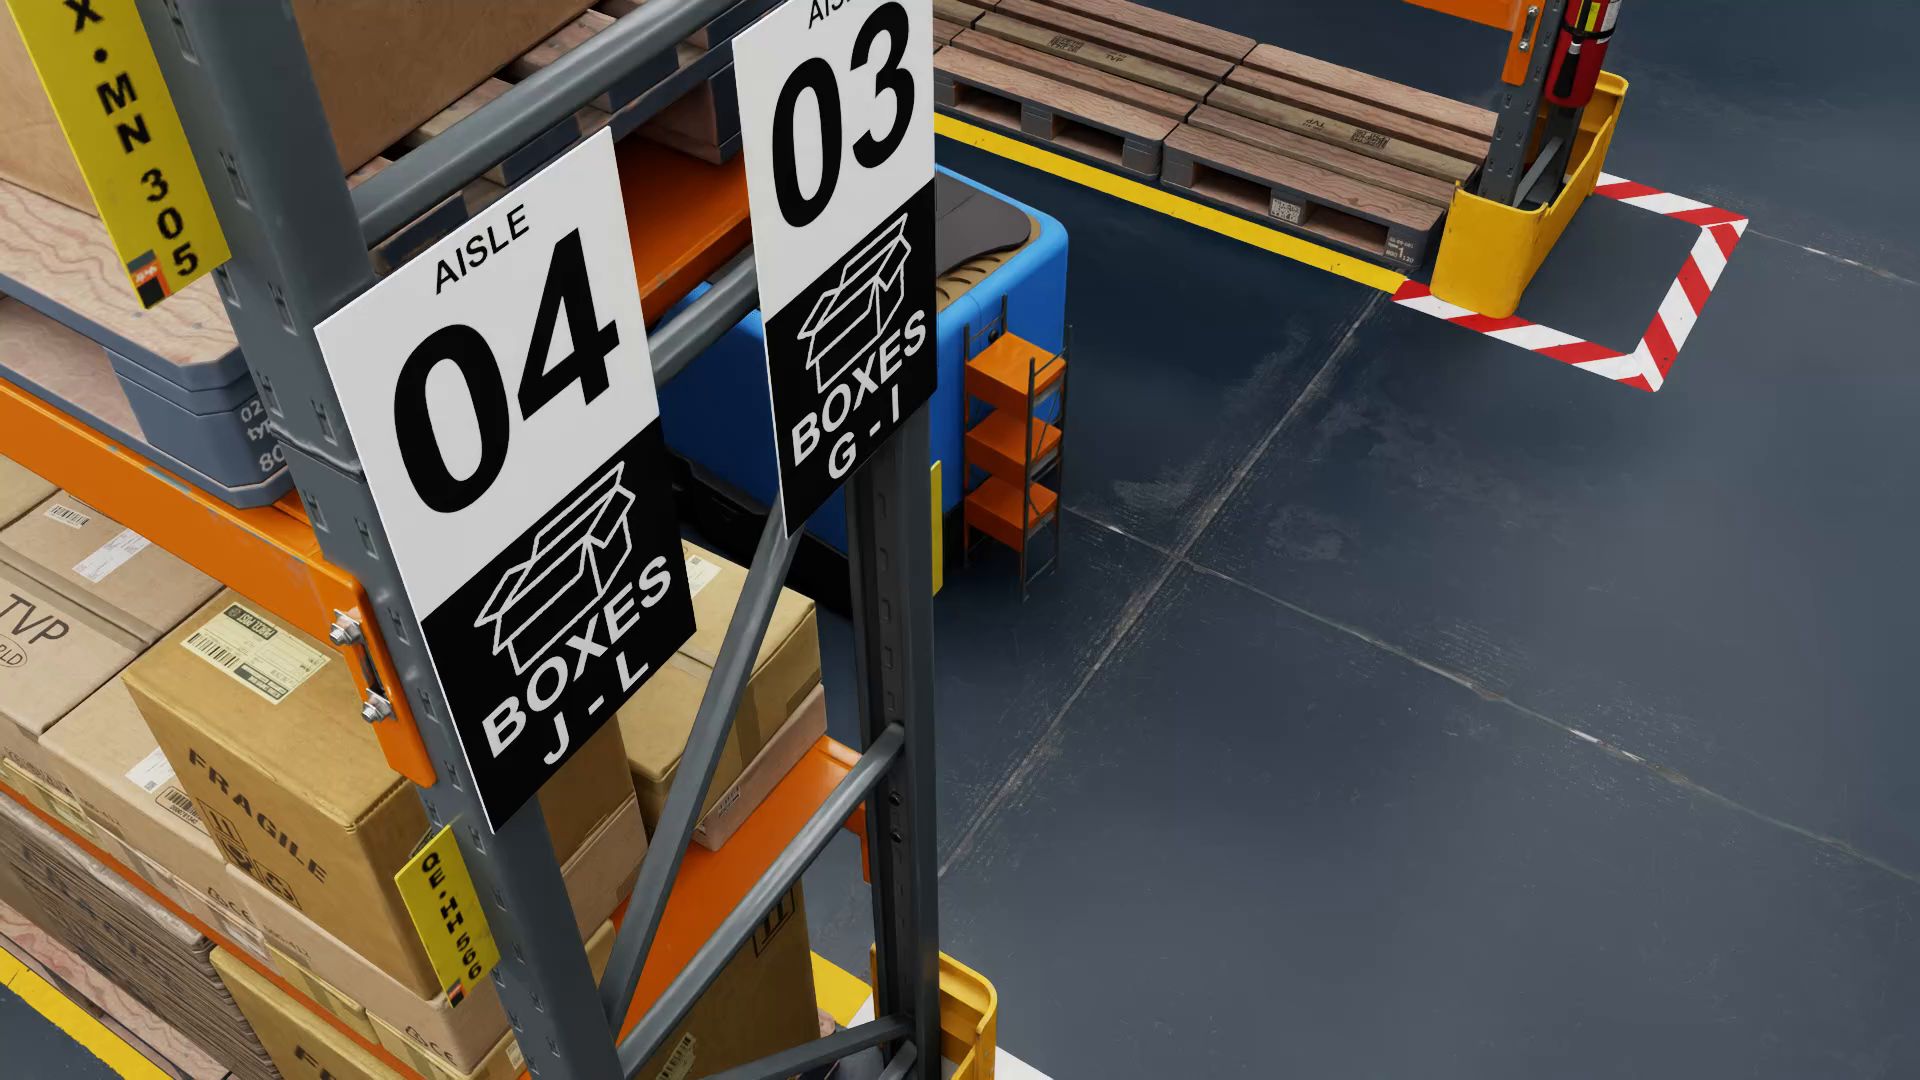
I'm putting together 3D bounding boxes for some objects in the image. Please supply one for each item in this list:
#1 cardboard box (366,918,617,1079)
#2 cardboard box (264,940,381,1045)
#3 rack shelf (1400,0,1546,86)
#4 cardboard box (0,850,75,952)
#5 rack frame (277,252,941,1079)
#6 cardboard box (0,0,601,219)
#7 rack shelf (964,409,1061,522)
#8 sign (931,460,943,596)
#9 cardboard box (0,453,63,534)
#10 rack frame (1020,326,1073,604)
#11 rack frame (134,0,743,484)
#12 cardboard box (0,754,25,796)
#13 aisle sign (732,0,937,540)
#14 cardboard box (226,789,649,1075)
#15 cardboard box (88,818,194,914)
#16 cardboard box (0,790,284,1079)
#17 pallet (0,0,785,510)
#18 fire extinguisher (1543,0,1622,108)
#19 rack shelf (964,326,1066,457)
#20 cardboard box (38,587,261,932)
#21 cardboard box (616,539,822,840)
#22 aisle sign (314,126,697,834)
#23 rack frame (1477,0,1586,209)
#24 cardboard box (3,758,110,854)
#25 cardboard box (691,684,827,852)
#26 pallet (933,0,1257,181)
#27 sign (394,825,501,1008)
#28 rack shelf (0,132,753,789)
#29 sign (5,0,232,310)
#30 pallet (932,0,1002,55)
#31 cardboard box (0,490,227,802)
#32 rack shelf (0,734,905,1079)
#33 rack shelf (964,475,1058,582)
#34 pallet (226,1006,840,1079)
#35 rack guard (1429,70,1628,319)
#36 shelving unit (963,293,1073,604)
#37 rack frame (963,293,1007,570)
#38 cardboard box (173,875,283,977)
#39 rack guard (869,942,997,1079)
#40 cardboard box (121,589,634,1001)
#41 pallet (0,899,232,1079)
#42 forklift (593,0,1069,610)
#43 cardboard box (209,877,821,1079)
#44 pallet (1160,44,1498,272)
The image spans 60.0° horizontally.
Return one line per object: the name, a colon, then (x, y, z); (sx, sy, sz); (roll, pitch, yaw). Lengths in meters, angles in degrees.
cardboard box: (-0.844, 0.813, 3.043); (0.250, 0.149, 0.380); (26, 51, 23)
cardboard box: (-1.063, 0.714, 3.140); (0.250, 0.149, 0.380); (25, 51, 22)
rack shelf: (0.624, -2.849, 6.928); (4.000, 0.370, 1.077); (25, 51, 22)
cardboard box: (-2.463, 0.362, 4.495); (0.875, 0.875, 0.875); (25, 51, 22)
rack frame: (-0.366, 0.665, 3.013); (0.127, 3.000, 1.000); (25, 51, 22)
cardboard box: (-0.833, -0.766, 1.879); (0.500, 0.500, 0.700); (22, 50, 20)
rack shelf: (0.172, -0.257, 5.283); (0.240, 0.259, 0.215); (30, 53, 26)
sign: (-0.062, 0.003, 2.997); (0.005, 0.325, 0.100); (25, 51, 22)
cardboard box: (-2.213, -0.007, 3.562); (0.500, 0.250, 0.500); (25, 51, 22)
rack frame: (0.267, -0.210, 5.222); (0.008, 1.050, 0.200); (30, 53, 26)
rack frame: (-0.366, -1.426, 0.861); (0.127, 3.000, 1.000); (25, 51, 22)
cardboard box: (-1.923, 0.319, 3.524); (0.250, 0.149, 0.380); (25, 51, 22)
aisle sign: (-0.144, -0.395, 2.229); (0.004, 0.787, 0.394); (25, 51, 22)
cardboard box: (-0.917, 0.586, 2.986); (0.500, 0.250, 0.500); (24, 50, 22)
cardboard box: (-1.485, 0.518, 3.330); (0.250, 0.149, 0.380); (26, 51, 23)
cardboard box: (-1.714, 0.707, 4.160); (0.875, 0.875, 0.875); (25, 51, 22)
pallet: (-0.996, -0.631, 2.242); (1.213, 0.211, 1.003); (25, 51, 22)
fire extinguisher: (2.189, -1.836, 5.756); (0.183, 0.674, 0.296); (25, 51, 22)
rack shelf: (0.172, -0.455, 5.079); (0.240, 0.259, 0.215); (30, 53, 26)
cardboard box: (-1.344, 0.389, 3.178); (0.500, 0.250, 0.500); (24, 50, 21)
cardboard box: (-0.624, 0.264, 3.299); (0.500, 0.250, 0.500); (23, 50, 21)
aisle sign: (-0.468, -0.032, 1.877); (0.004, 0.787, 0.394); (25, 51, 22)
rack frame: (2.308, -2.325, 5.918); (0.127, 3.000, 1.000); (25, 51, 22)
cardboard box: (-1.704, 0.419, 3.427); (0.250, 0.149, 0.380); (24, 50, 21)
cardboard box: (-0.487, 0.416, 3.430); (0.250, 0.149, 0.380); (25, 51, 23)
pallet: (0.612, -2.169, 7.711); (1.213, 0.211, 1.003); (25, 51, 22)
sign: (-0.671, 0.501, 2.199); (0.005, 0.325, 0.100); (25, 51, 22)
rack shelf: (-2.050, -0.904, 2.947); (4.000, 0.370, 1.077); (25, 51, 22)
sign: (-0.671, -0.339, 1.335); (0.005, 0.325, 0.100); (25, 51, 22)
pallet: (-0.419, -2.641, 8.169); (1.213, 0.211, 1.003); (25, 51, 22)
cardboard box: (-1.773, 0.192, 3.369); (0.500, 0.250, 0.500); (23, 50, 21)
rack shelf: (-2.050, 0.141, 4.023); (4.000, 0.370, 1.077); (25, 51, 22)
rack shelf: (0.172, -0.064, 5.482); (0.240, 0.259, 0.215); (30, 53, 26)
pallet: (-1.081, 1.374, 4.268); (1.213, 0.211, 1.003); (25, 51, 22)
rack guard: (2.335, -1.453, 6.813); (0.348, 0.500, 1.175); (25, 51, 22)
shelving unit: (0.172, -0.265, 5.275); (0.252, 1.050, 0.215); (30, 53, 26)
rack frame: (0.077, -0.320, 5.329); (0.008, 1.050, 0.200); (30, 53, 26)
cardboard box: (-1.275, 0.615, 3.236); (0.250, 0.149, 0.380); (25, 51, 22)
rack guard: (-0.346, 1.545, 3.900); (0.348, 0.500, 1.175); (25, 51, 22)
cardboard box: (-0.918, 0.322, 2.720); (0.500, 0.500, 0.500); (25, 51, 23)
pallet: (-2.104, 0.901, 4.727); (1.213, 0.211, 1.003); (25, 51, 22)
forklift: (-1.104, -1.664, 5.324); (3.031, 2.935, 1.130); (30, 53, 26)
cardboard box: (-0.948, 1.059, 3.818); (0.875, 0.875, 0.875); (25, 51, 22)
pallet: (1.635, -1.696, 7.251); (1.213, 0.211, 1.003); (25, 51, 22)
